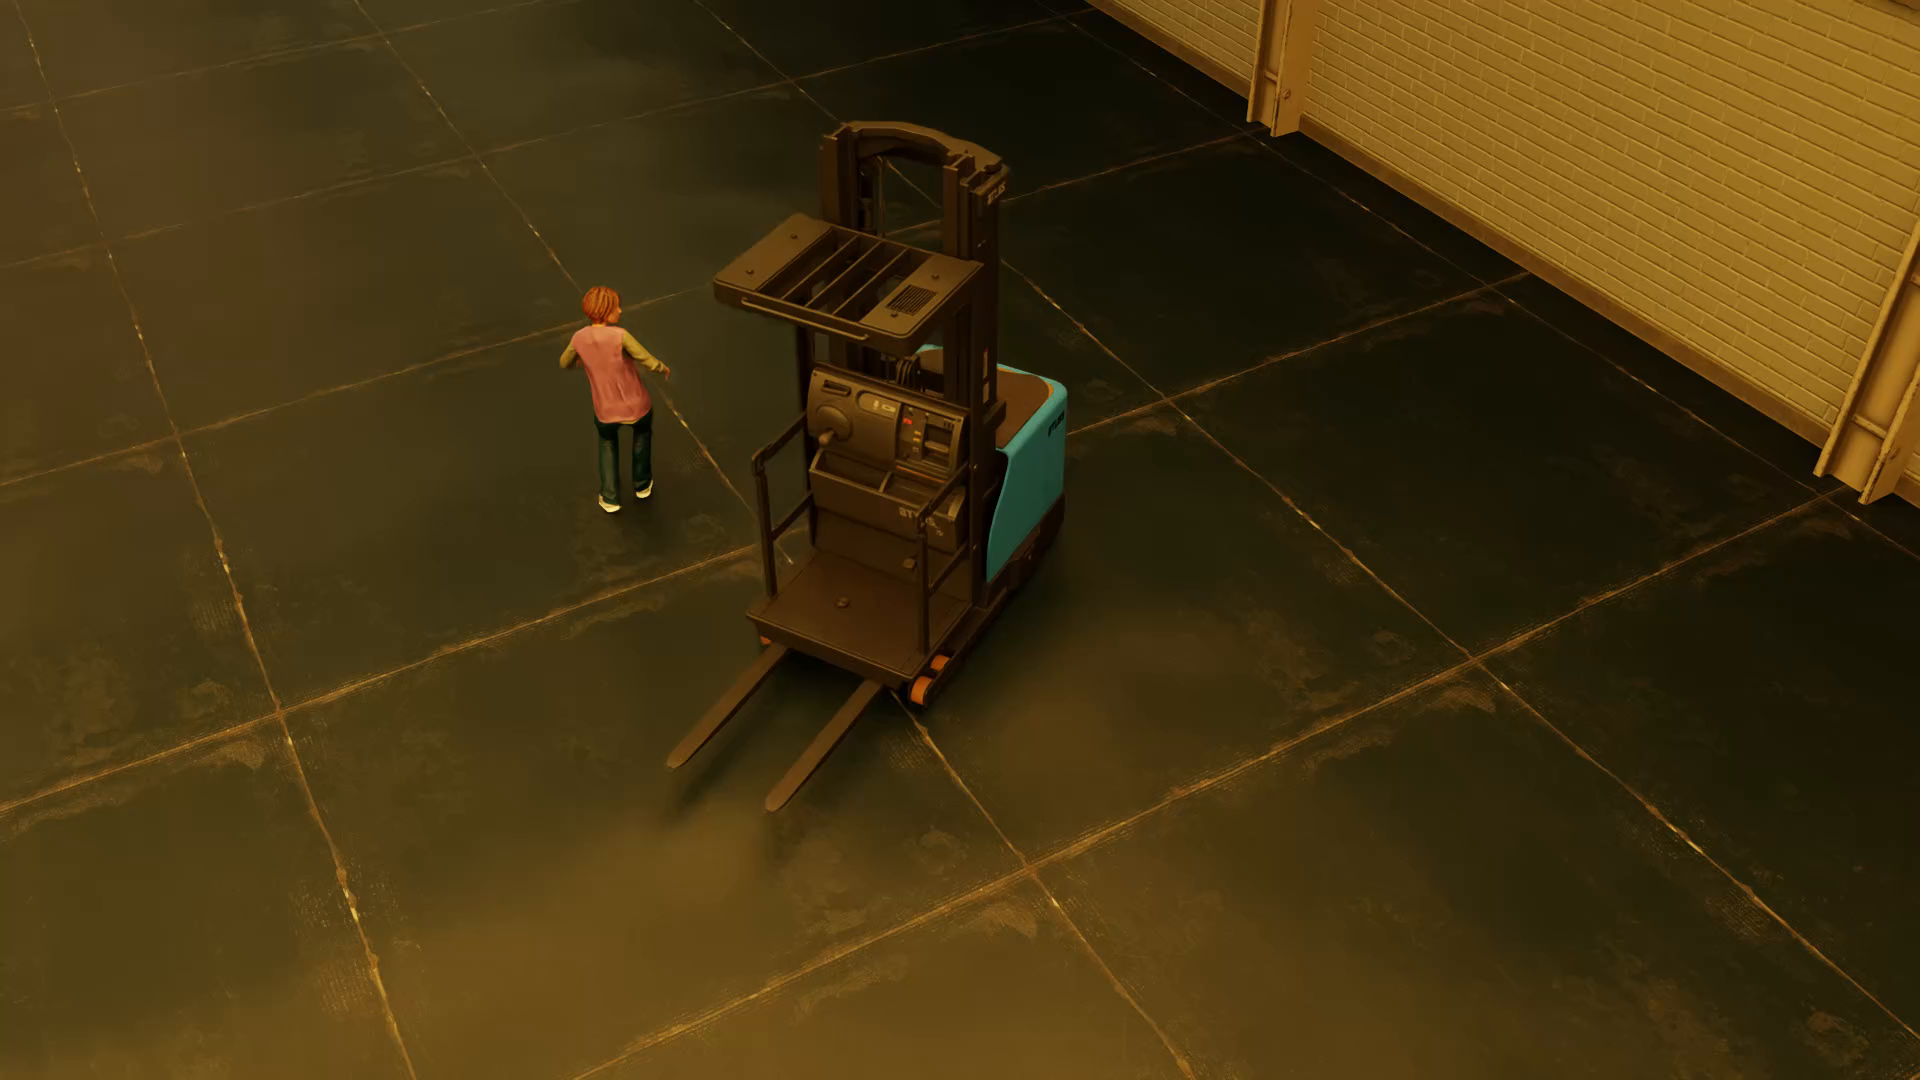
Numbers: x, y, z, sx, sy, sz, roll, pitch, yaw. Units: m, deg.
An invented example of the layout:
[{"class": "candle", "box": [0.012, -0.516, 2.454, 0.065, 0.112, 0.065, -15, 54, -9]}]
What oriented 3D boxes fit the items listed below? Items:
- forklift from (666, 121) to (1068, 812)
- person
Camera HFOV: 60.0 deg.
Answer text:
[{"class": "forklift", "box": [-0.502, -0.542, 8.690, 1.130, 2.935, 3.031, 19, 43, 22]}, {"class": "person", "box": [-2.100, -0.883, 10.231, 0.656, 1.540, 0.600, -1, 40, -1]}]
